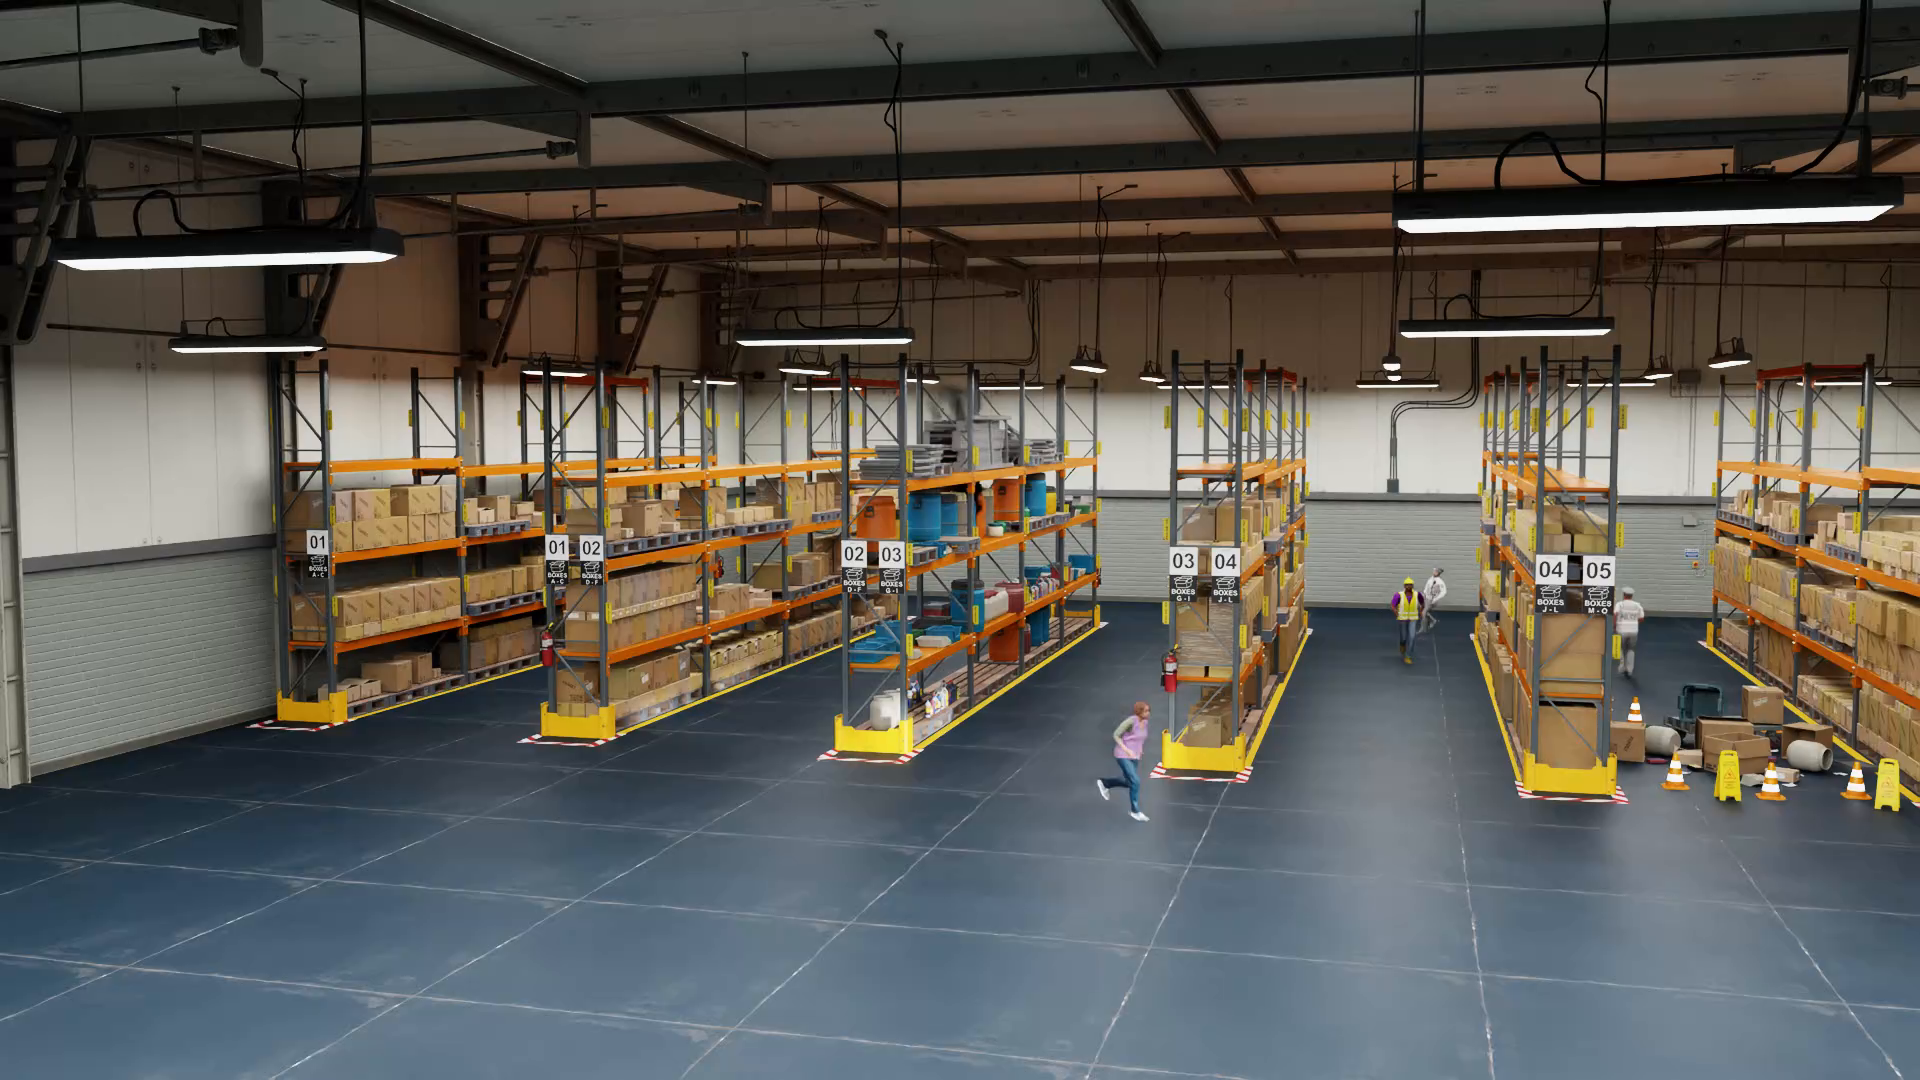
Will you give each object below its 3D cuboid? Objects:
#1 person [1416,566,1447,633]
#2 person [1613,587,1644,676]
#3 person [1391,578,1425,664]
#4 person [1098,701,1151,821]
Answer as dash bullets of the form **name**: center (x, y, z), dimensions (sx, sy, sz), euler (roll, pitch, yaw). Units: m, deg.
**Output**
- **person**: center (11.017, 1.395, 38.897), dimensions (0.579, 1.610, 0.676), euler (-1, 4, -14)
- **person**: center (13.079, 1.784, 32.690), dimensions (0.646, 1.729, 0.671), euler (1, 4, 8)
- **person**: center (9.316, 1.666, 34.579), dimensions (0.709, 1.765, 0.824), euler (1, 4, 9)
- **person**: center (2.051, 2.754, 20.969), dimensions (0.541, 1.546, 0.833), euler (-4, 5, -41)
